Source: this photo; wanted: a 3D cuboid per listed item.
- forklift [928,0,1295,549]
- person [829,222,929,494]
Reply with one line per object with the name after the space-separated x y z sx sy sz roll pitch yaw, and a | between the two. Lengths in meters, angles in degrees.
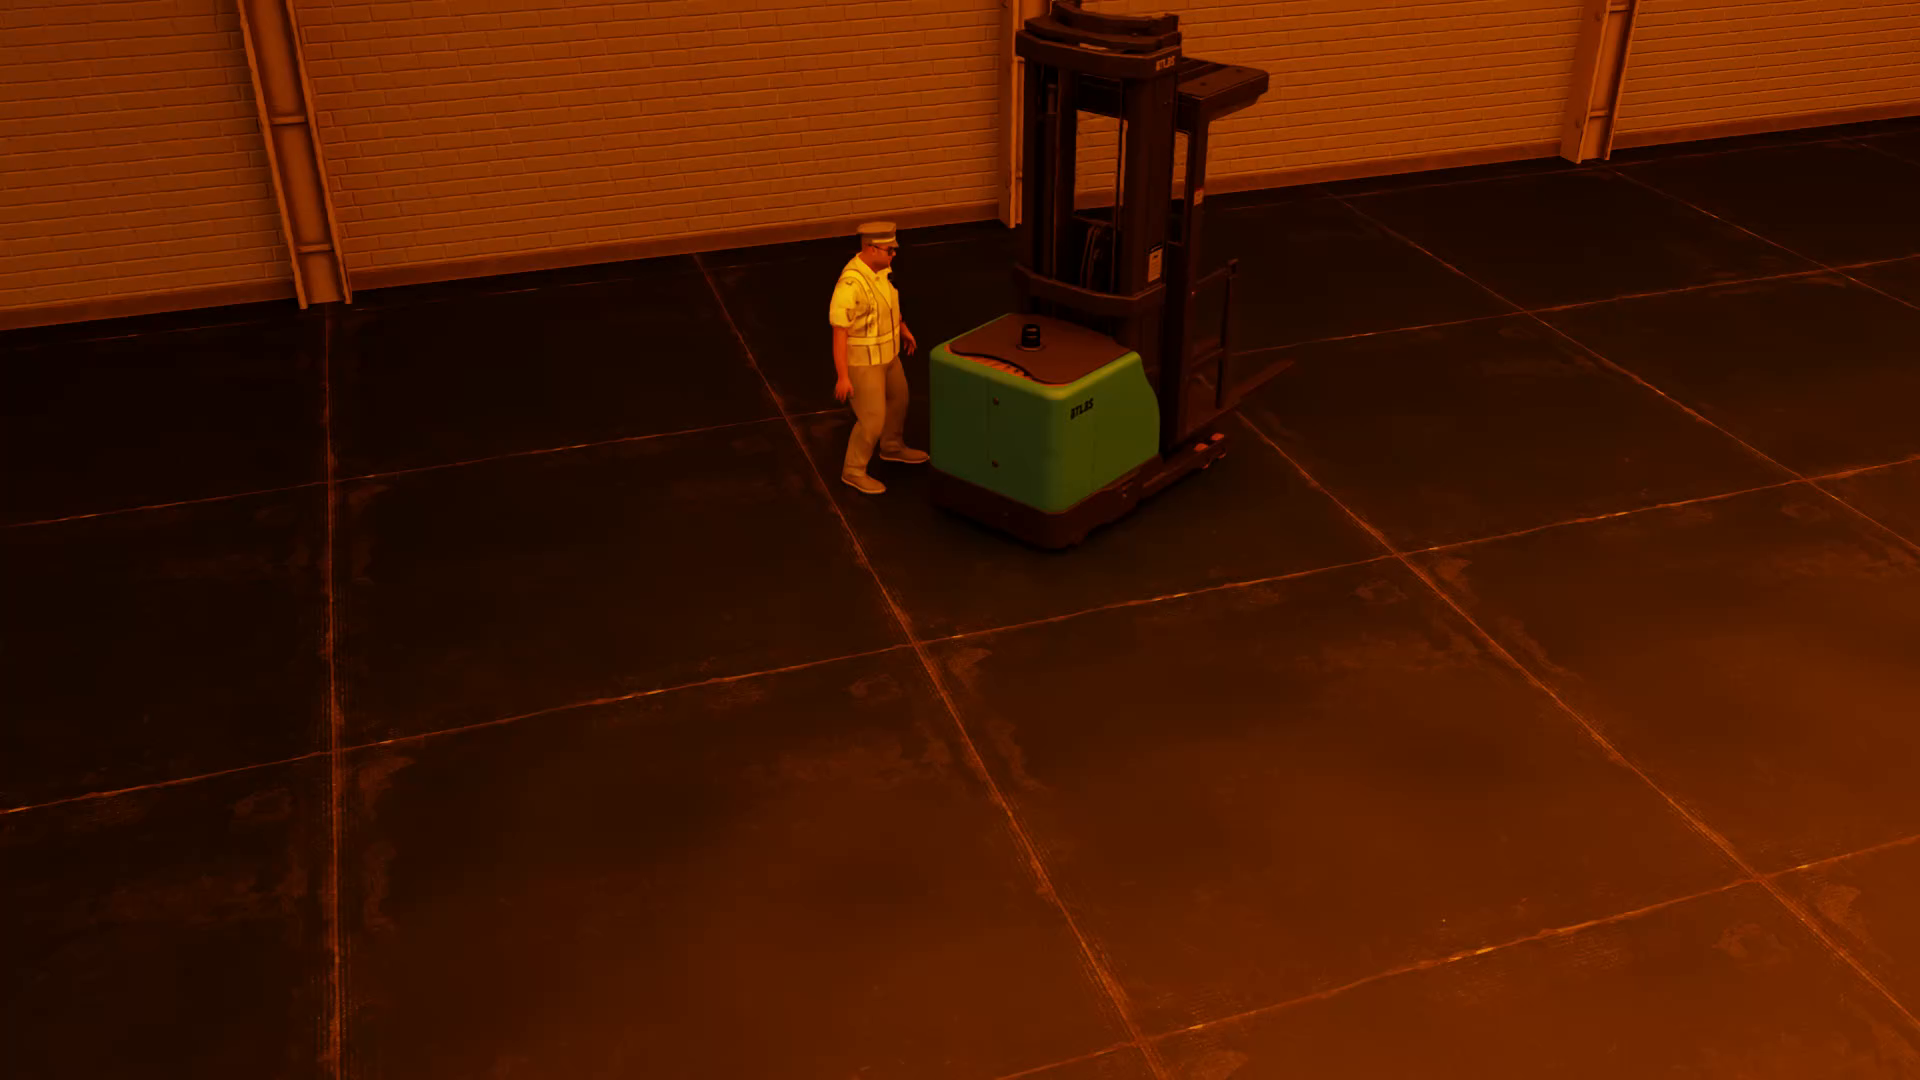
1.138 -1.877 10.350 1.130 2.935 3.031 23 37 34 | forklift
-0.534 -1.142 10.284 0.440 1.725 0.787 12 32 19 | person
